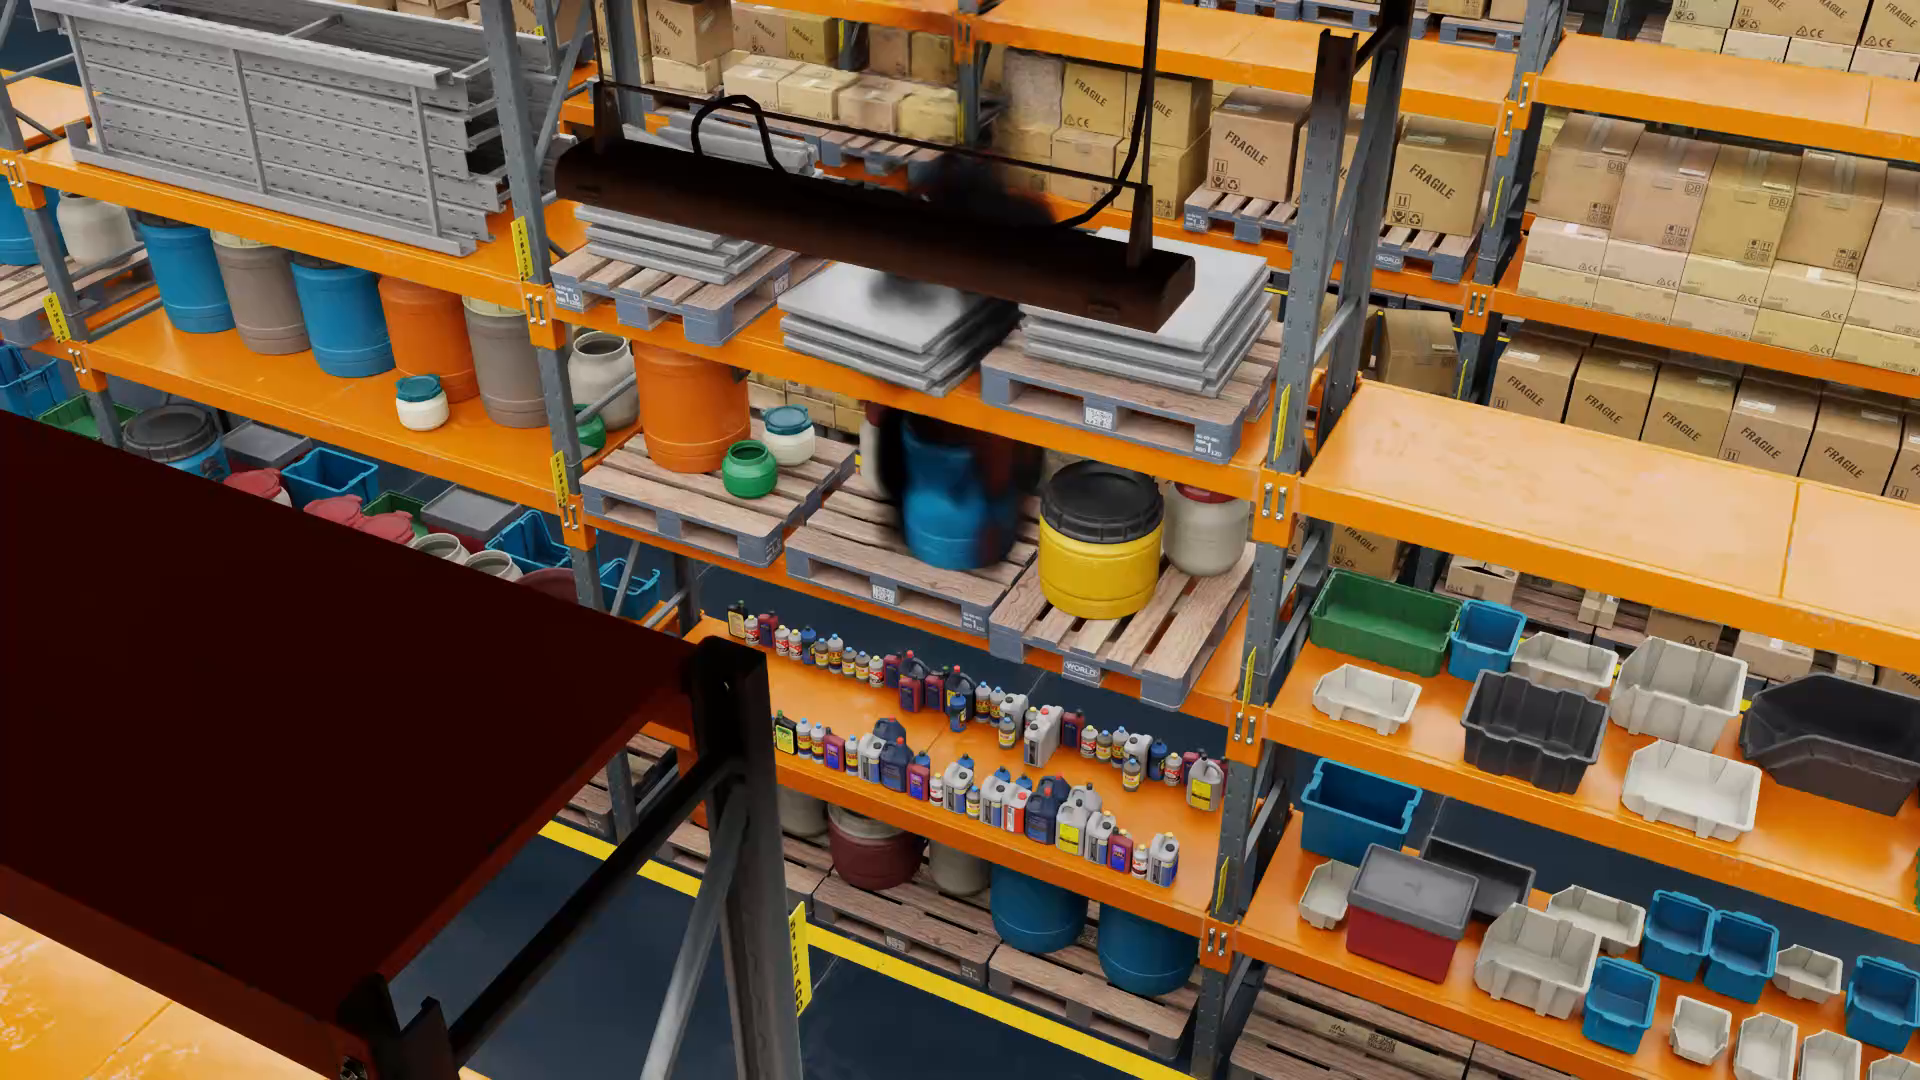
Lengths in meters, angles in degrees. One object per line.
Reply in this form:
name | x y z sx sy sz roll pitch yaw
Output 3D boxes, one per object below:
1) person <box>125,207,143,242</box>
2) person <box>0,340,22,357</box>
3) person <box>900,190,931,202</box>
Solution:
person | -8.773 -3.628 17.514 0.806 1.716 0.721 -17 38 -22
person | -8.603 -1.688 14.824 0.915 1.654 0.615 2 35 3
person | -0.371 -2.700 16.199 0.830 1.847 0.631 12 37 17
